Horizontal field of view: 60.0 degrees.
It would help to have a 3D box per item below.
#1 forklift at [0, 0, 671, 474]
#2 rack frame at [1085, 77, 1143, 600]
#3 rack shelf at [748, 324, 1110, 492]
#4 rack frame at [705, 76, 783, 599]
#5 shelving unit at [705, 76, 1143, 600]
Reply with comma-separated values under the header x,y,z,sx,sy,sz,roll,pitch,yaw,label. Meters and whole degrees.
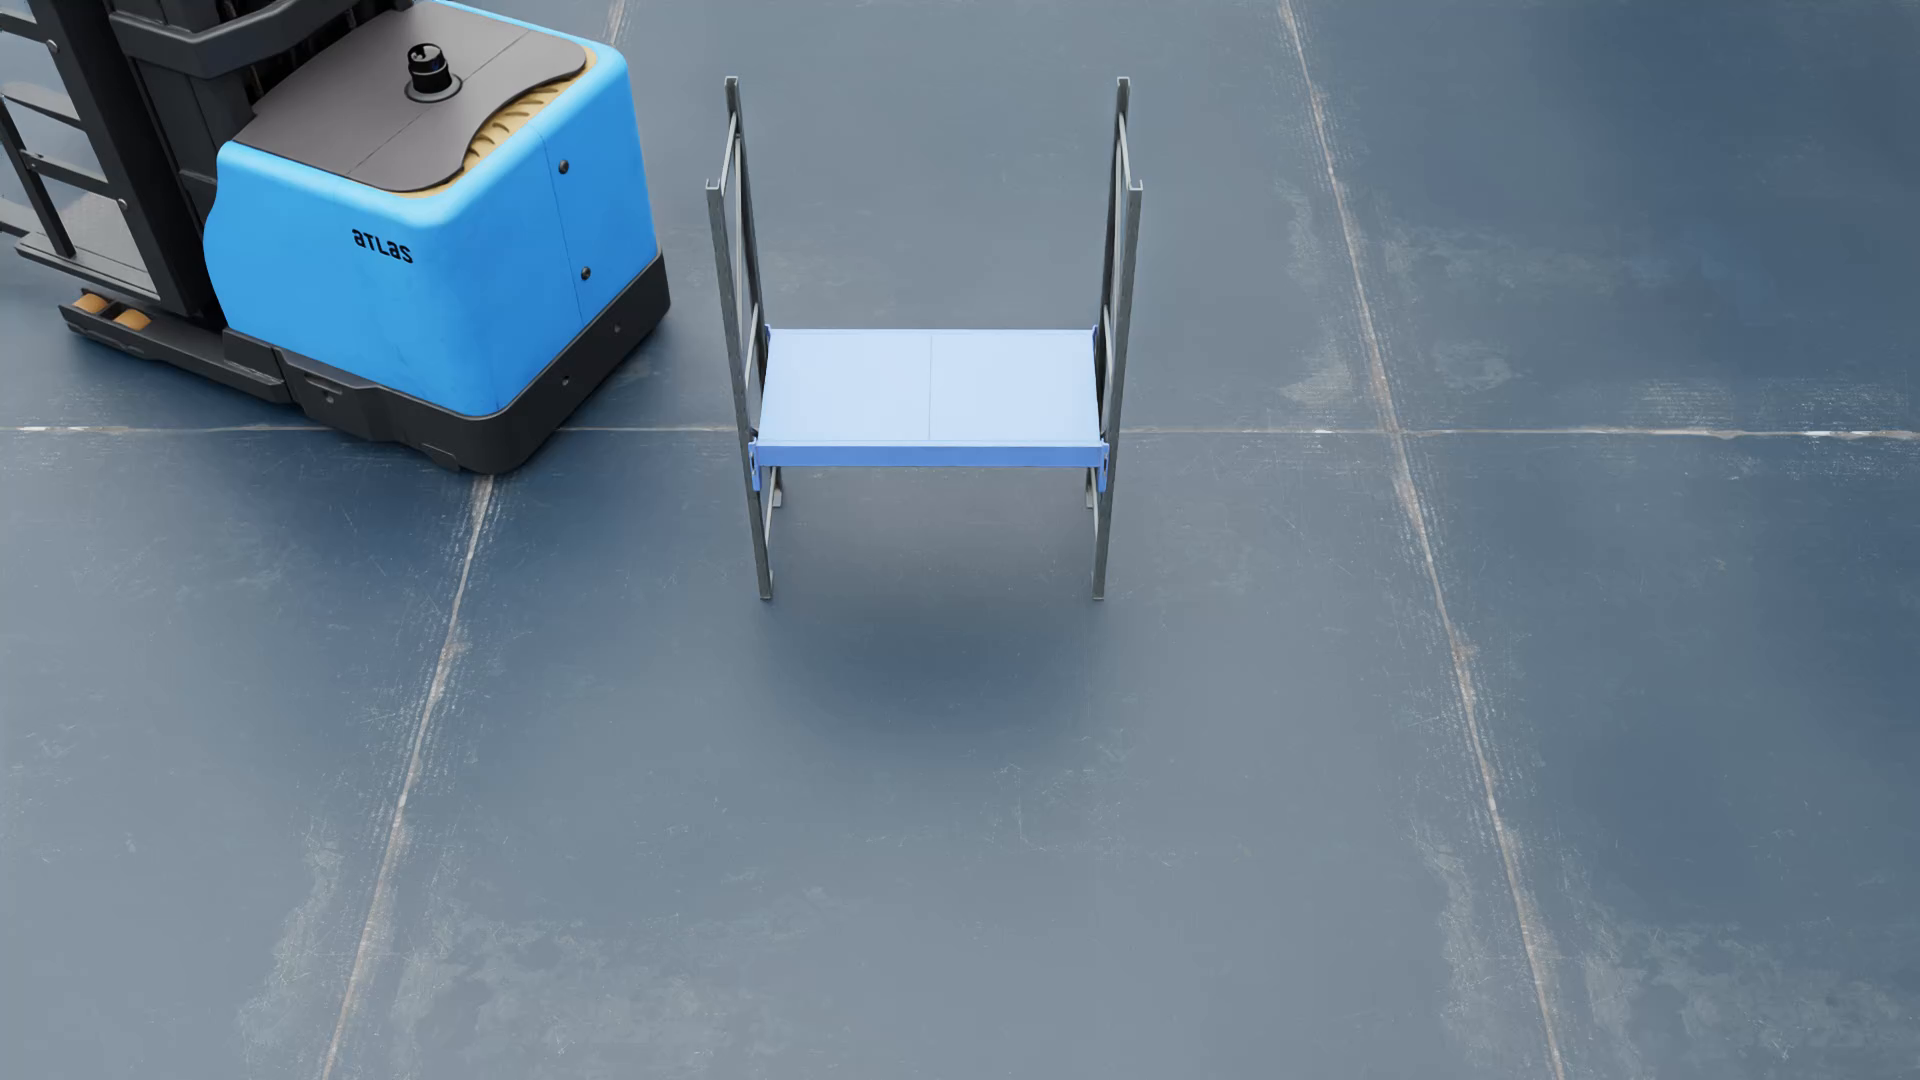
x,y,z,sx,sy,sz,roll,pitch,yaw,label
-2.587,-1.967,5.079,3.031,2.935,1.130,20,50,17,forklift
0.423,-0.510,4.700,0.032,1.500,0.500,0,47,0,rack frame
-0.085,-0.389,4.833,1.000,0.185,0.538,0,47,0,rack shelf
-0.594,-0.513,4.703,0.032,1.500,0.500,0,47,0,rack frame
-0.085,-0.511,4.701,1.048,1.500,0.538,0,47,0,shelving unit
